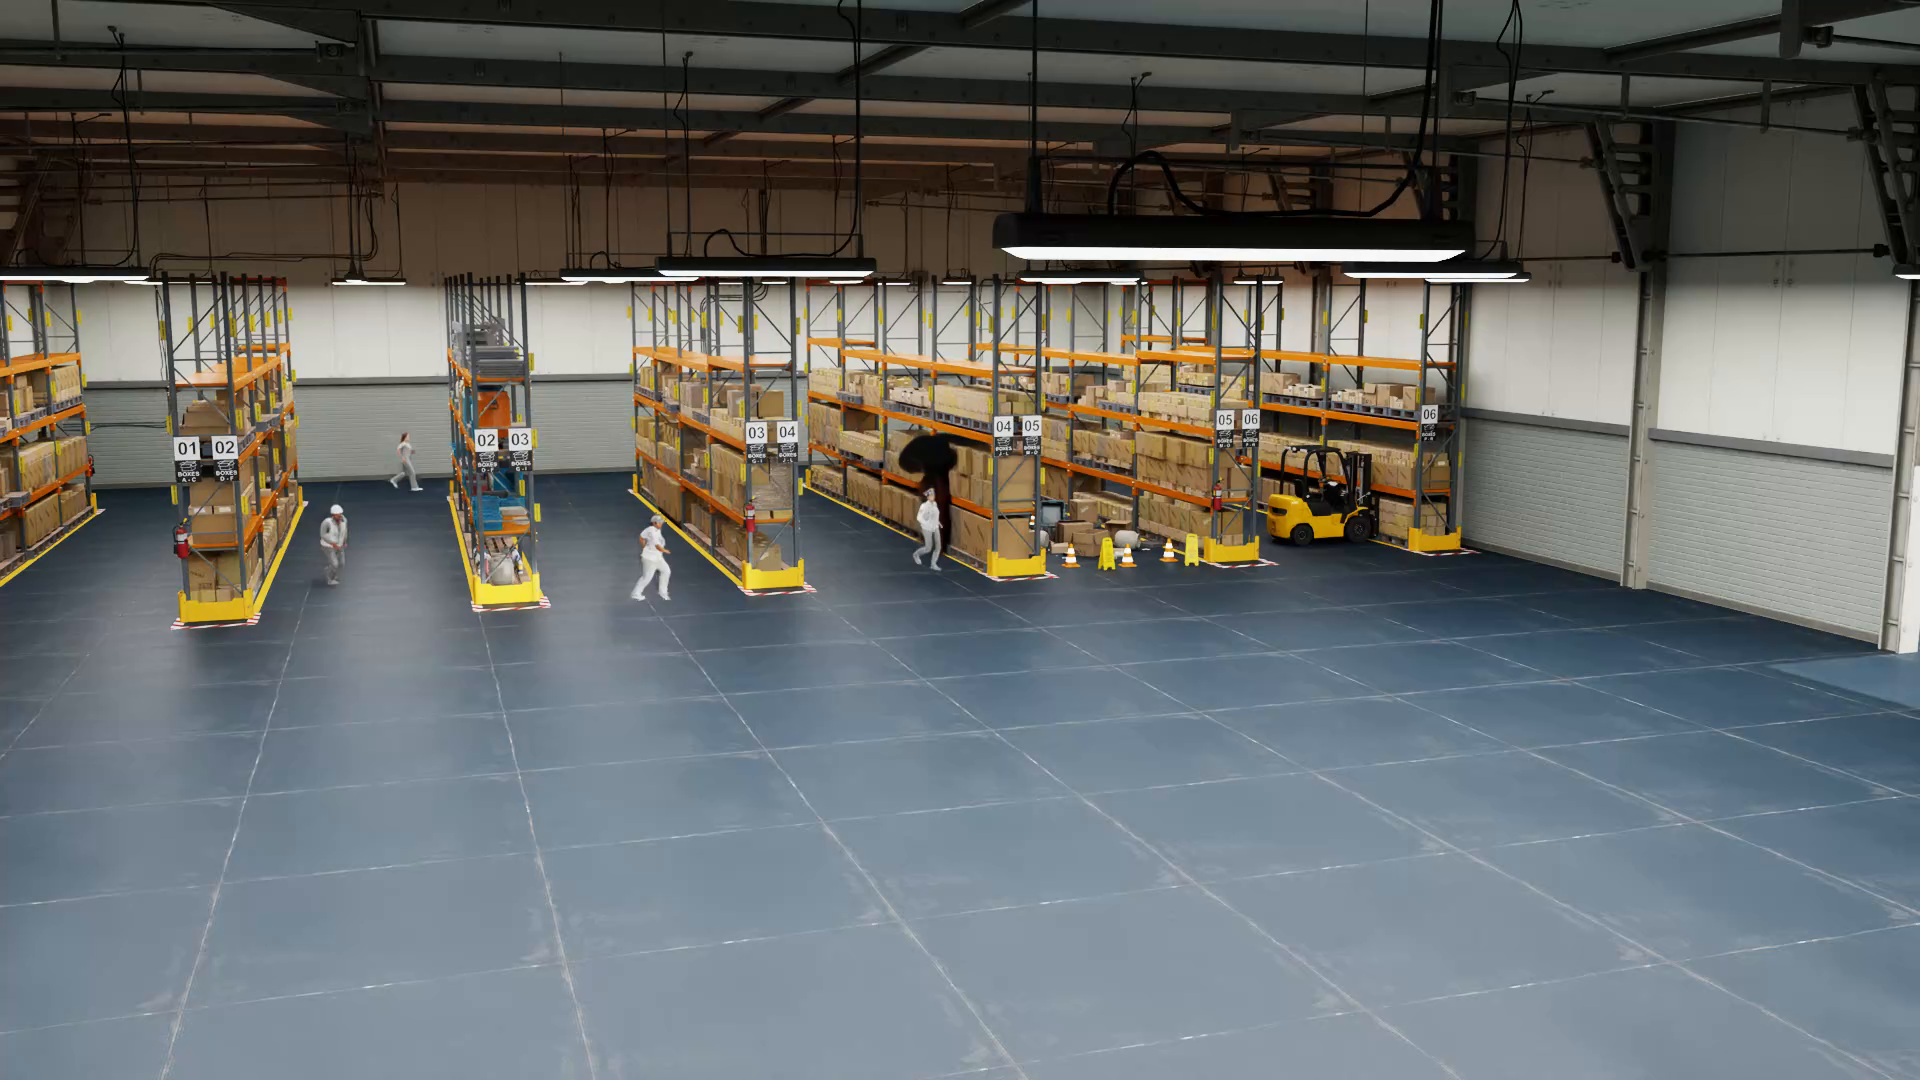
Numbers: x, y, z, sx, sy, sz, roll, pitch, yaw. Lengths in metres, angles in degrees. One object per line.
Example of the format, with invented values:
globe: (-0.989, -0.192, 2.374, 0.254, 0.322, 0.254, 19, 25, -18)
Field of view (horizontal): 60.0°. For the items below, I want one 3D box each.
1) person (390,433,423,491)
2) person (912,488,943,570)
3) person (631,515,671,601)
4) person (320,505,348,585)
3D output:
person: (-15.730, -2.217, 47.117, 0.907, 1.649, 0.557, -1, 9, -9)
person: (-0.640, -0.230, 33.604, 0.719, 1.662, 0.629, 8, 12, 43)
person: (-5.674, 0.368, 30.373, 0.737, 1.676, 0.691, -1, 9, -7)
person: (-12.135, 0.084, 32.173, 0.915, 1.609, 0.628, 5, 10, 32)
